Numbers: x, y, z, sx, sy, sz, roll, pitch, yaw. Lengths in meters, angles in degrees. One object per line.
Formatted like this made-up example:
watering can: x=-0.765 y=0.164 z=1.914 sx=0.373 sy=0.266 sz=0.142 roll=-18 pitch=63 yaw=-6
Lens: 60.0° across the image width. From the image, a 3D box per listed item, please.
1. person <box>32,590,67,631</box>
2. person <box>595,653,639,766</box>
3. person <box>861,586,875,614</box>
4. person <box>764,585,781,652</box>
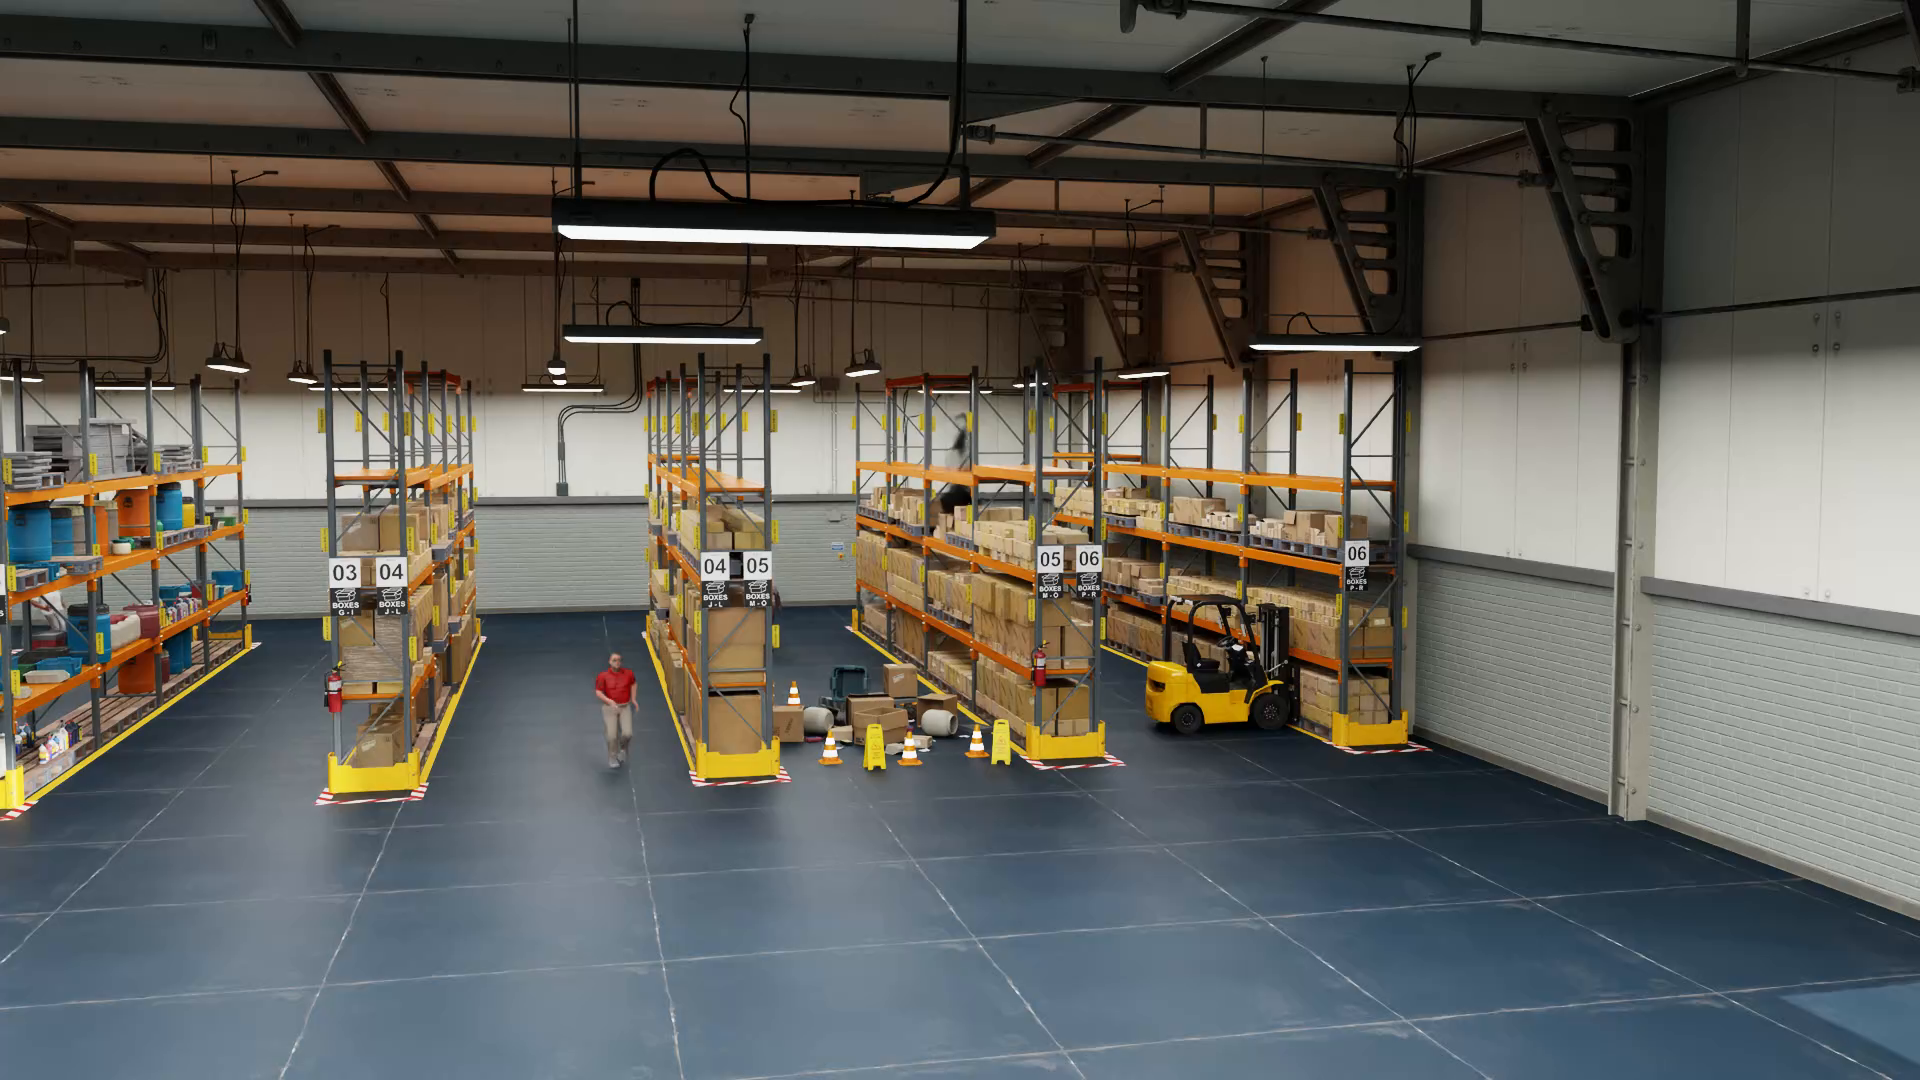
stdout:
person: x=-20.016 y=1.605 z=36.605 sx=0.715 sy=1.743 sz=0.720 roll=2 pitch=5 yaw=31
person: x=-4.975 y=2.478 z=24.197 sx=0.646 sy=1.675 sz=0.671 roll=-2 pitch=4 yaw=-24
person: x=-2.212 y=1.310 z=41.539 sx=0.612 sy=1.652 sz=0.651 roll=0 pitch=4 yaw=1
person: x=-4.310 y=1.628 z=36.565 sx=0.754 sy=1.711 sz=0.878 roll=0 pitch=4 yaw=-7
